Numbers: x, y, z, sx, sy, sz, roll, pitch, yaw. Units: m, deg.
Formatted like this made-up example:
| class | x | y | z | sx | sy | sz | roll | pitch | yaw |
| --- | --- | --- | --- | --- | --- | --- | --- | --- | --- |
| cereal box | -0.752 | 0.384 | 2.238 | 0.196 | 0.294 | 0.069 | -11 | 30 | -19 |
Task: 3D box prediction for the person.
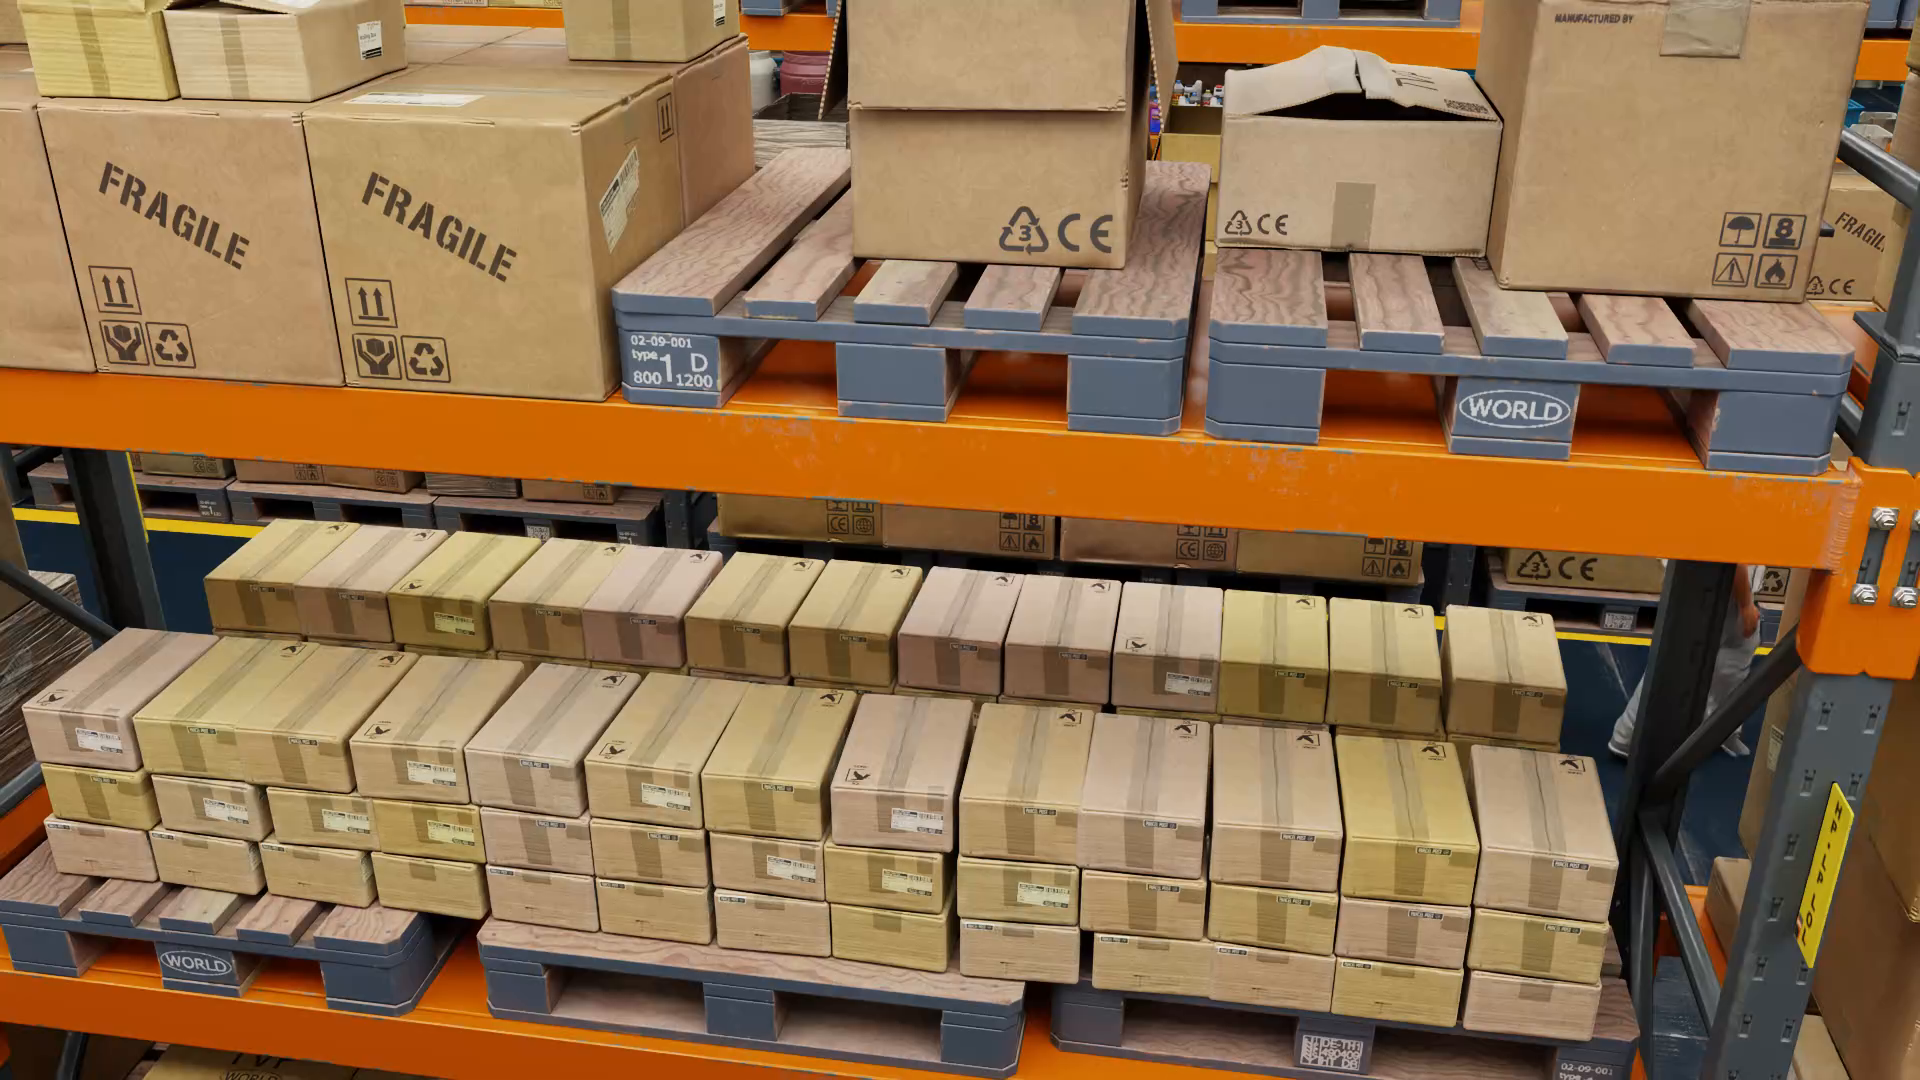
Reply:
| class | x | y | z | sx | sy | sz | roll | pitch | yaw |
| --- | --- | --- | --- | --- | --- | --- | --- | --- | --- |
| person | 3.065 | 0.204 | 6.716 | 0.630 | 1.730 | 0.512 | 6 | 26 | 12 |
